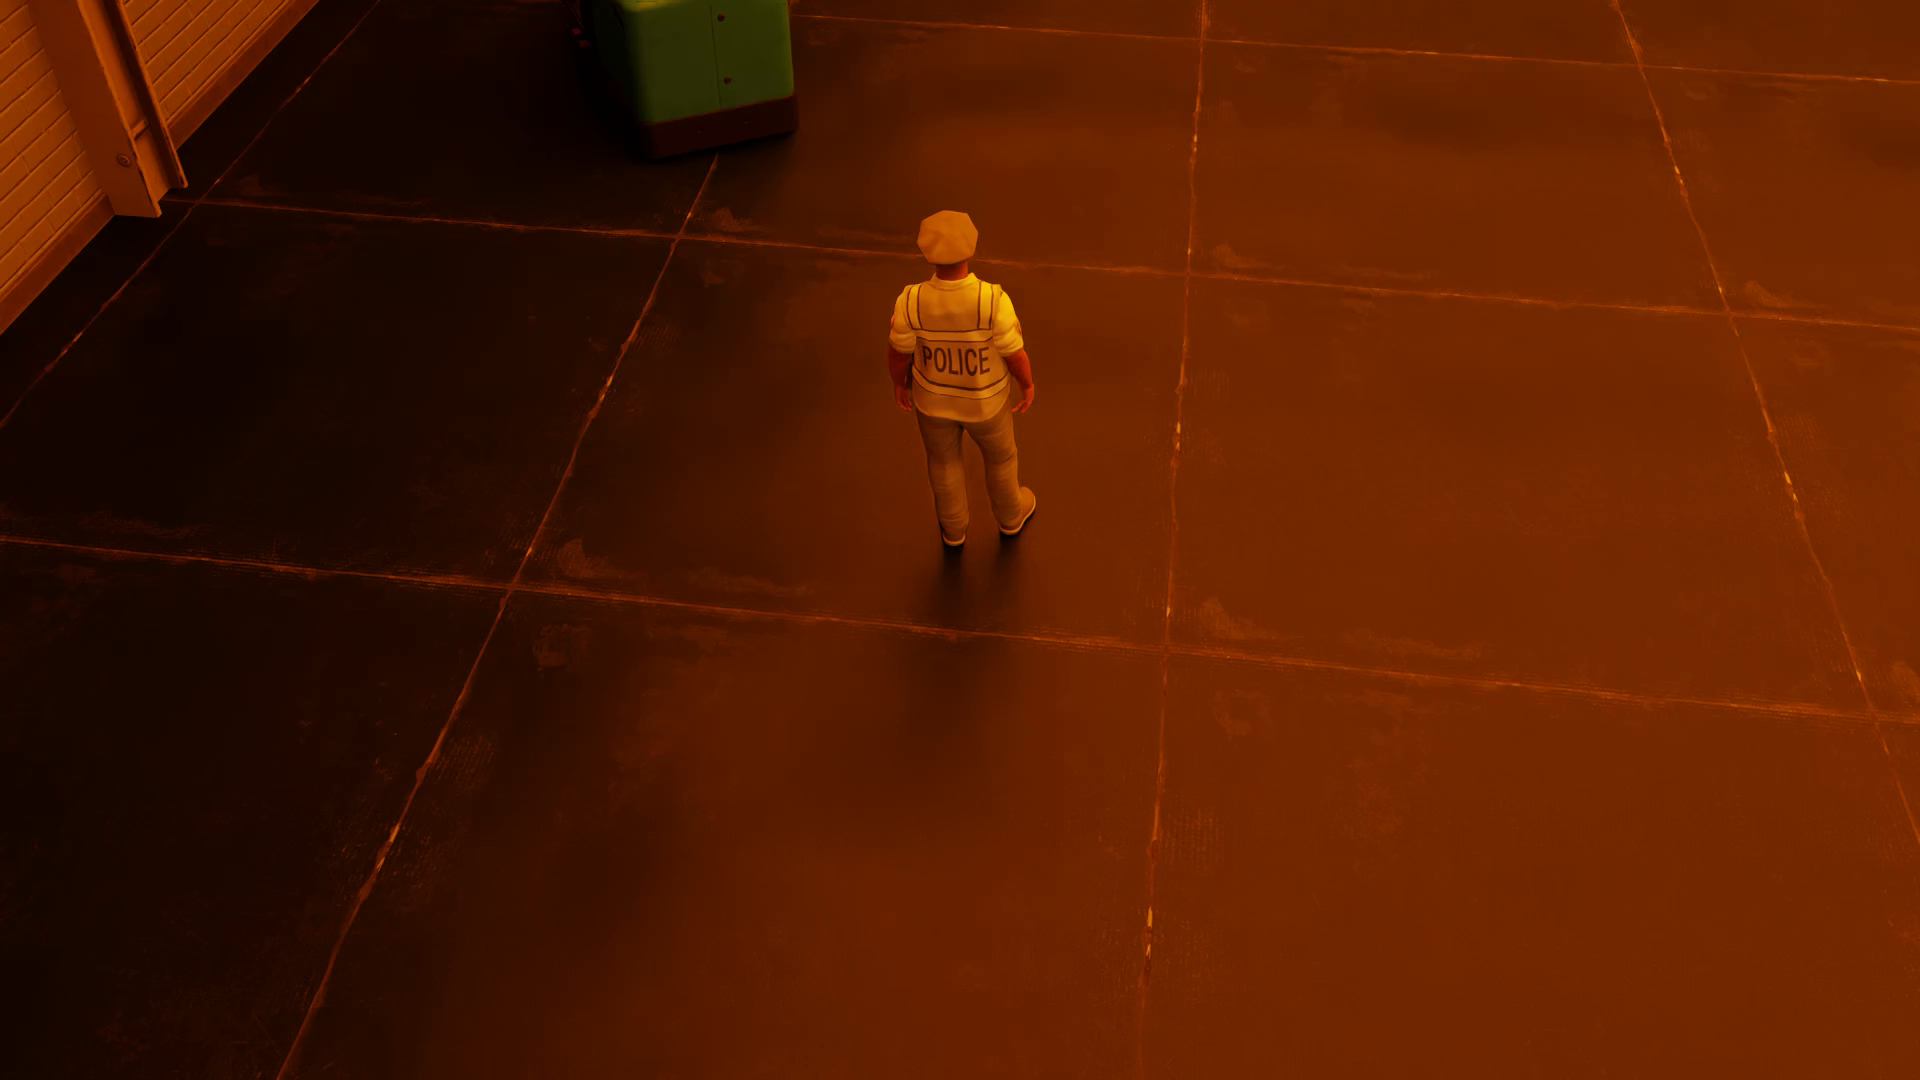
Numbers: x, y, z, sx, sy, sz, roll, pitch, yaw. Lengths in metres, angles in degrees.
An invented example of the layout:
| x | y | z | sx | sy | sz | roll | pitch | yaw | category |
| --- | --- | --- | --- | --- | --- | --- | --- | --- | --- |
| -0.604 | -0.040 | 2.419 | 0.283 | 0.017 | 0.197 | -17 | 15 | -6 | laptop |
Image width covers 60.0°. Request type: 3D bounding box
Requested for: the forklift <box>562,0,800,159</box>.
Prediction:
| x | y | z | sx | sy | sz | roll | pitch | yaw | category |
| --- | --- | --- | --- | --- | --- | --- | --- | --- | --- |
| -2.083 | -4.461 | 10.580 | 1.130 | 2.935 | 3.031 | -16 | 45 | -17 | forklift |

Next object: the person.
| x | y | z | sx | sy | sz | roll | pitch | yaw | category |
| --- | --- | --- | --- | --- | --- | --- | --- | --- | --- |
| 0.023 | -0.712 | 7.339 | 0.640 | 1.781 | 0.575 | 5 | 43 | 6 | person |
